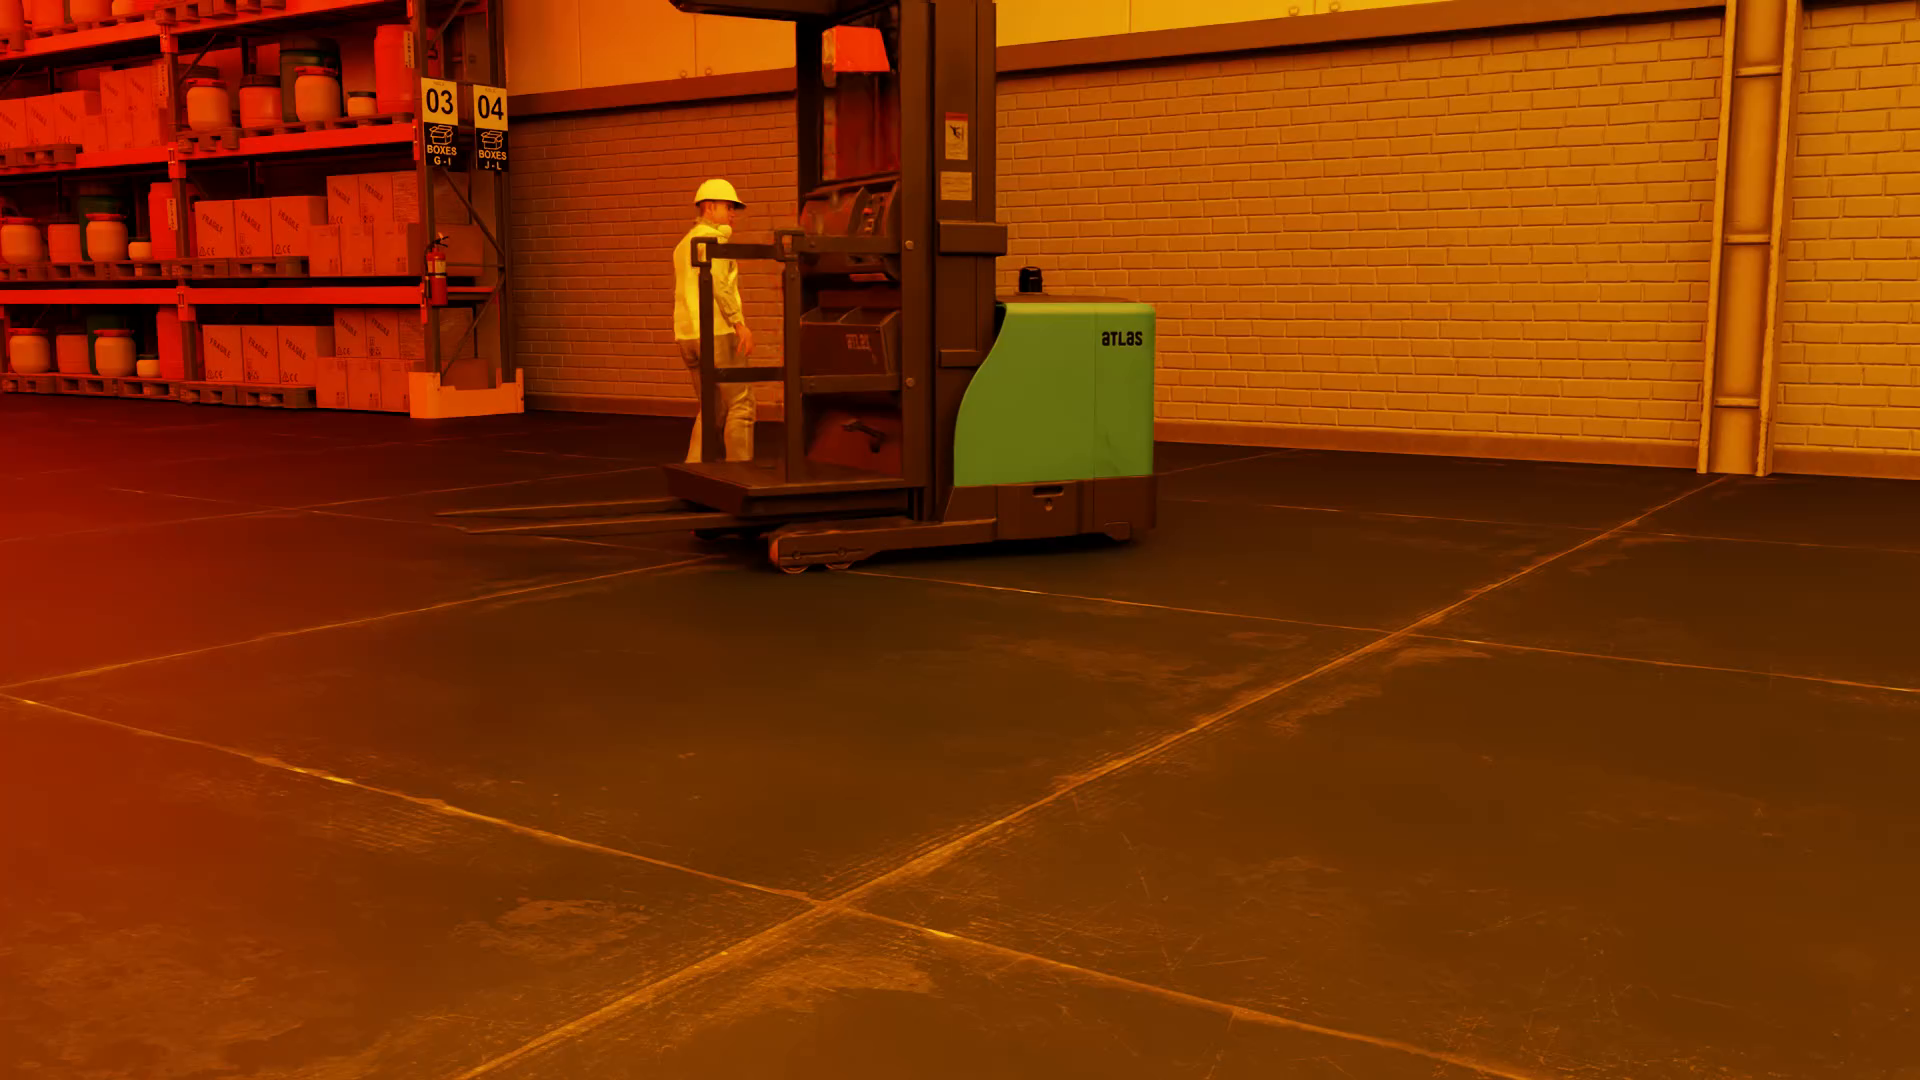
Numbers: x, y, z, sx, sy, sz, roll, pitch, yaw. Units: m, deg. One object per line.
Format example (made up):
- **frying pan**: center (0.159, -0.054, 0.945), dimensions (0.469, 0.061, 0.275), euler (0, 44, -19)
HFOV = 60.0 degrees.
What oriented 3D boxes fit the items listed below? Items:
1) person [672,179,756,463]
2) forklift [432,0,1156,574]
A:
- **person**: center (-1.348, -1.142, 9.385), dimensions (0.505, 1.760, 0.715), euler (-6, 10, -36)
- **forklift**: center (-0.664, -1.399, 7.031), dimensions (3.031, 2.935, 1.130), euler (-4, 9, -28)
